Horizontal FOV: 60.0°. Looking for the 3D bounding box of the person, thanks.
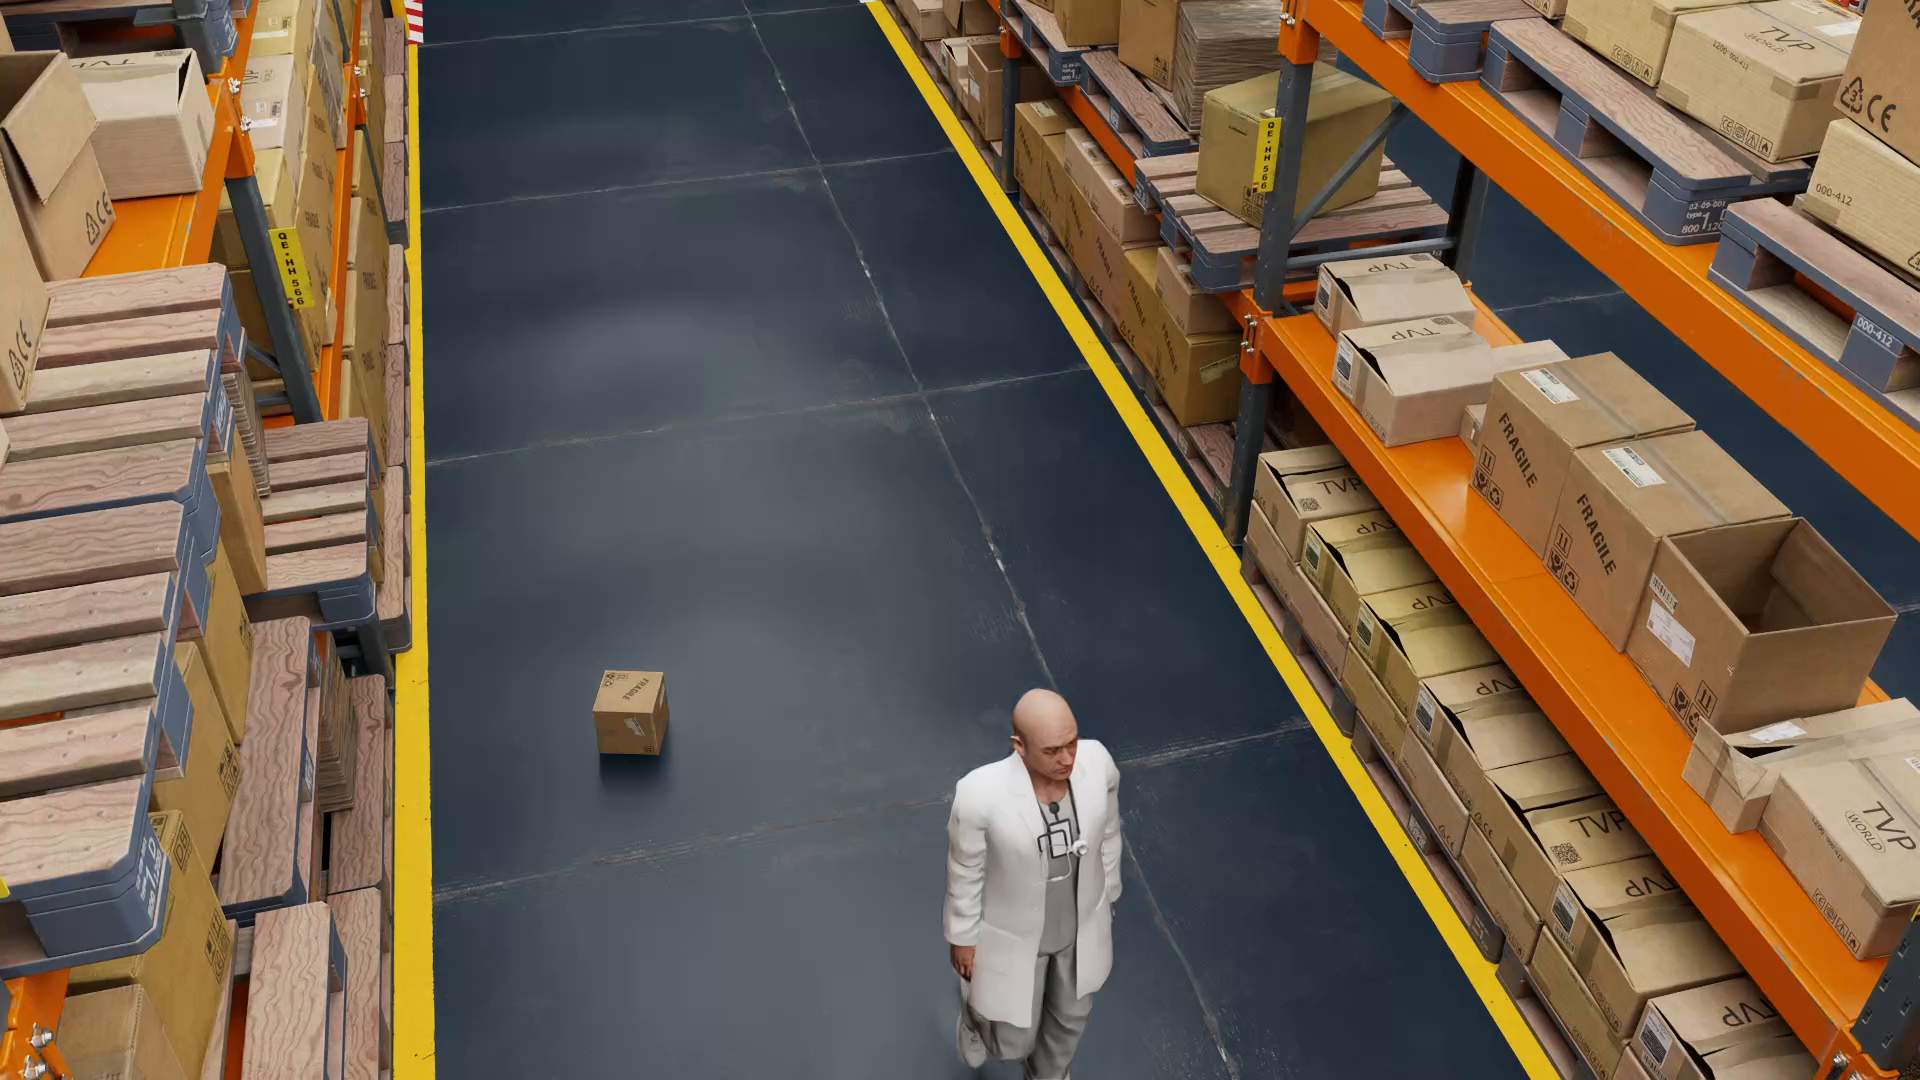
[{"bbox_3d":[0.228,1.159,5.178,0.601,1.770,0.597,-15,40,-18],"label":"person"}]
